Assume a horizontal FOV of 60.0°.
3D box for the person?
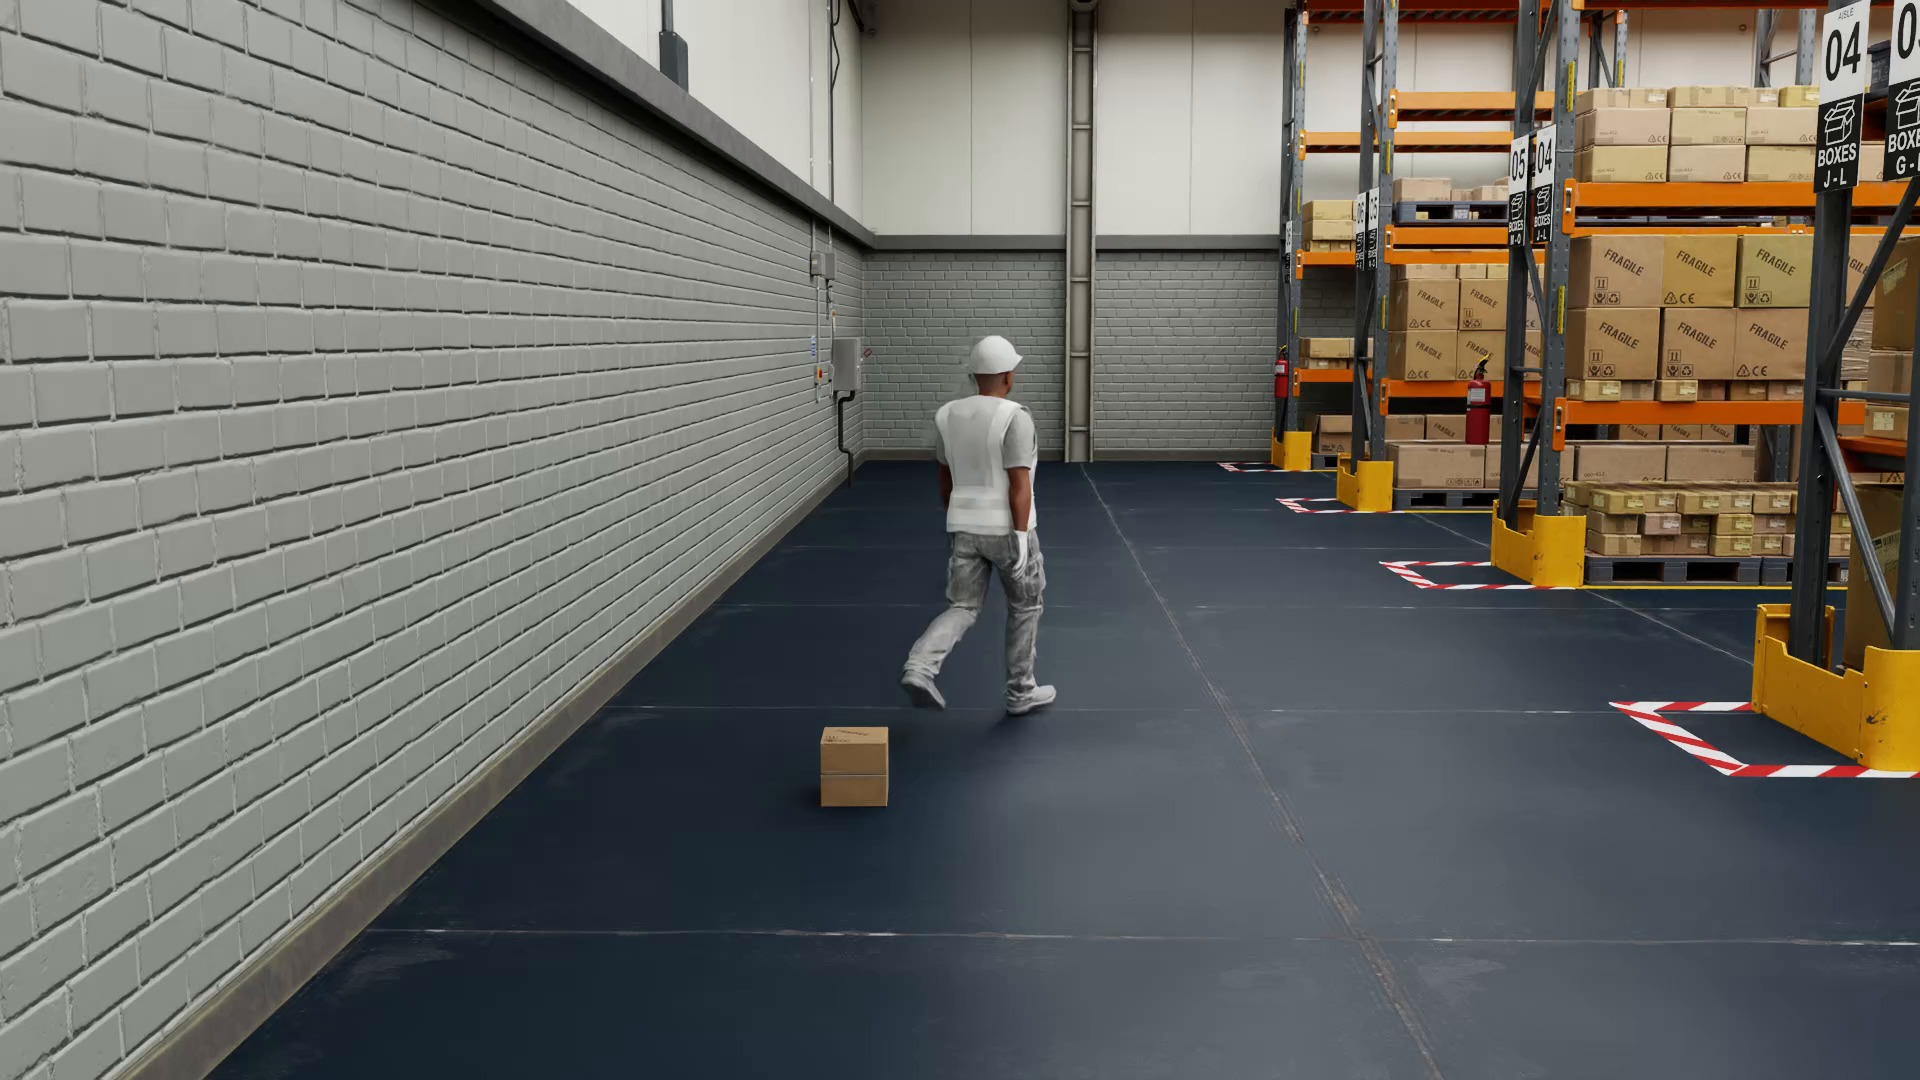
[{"bbox_3d":[0.100,-0.044,7.539,0.581,1.757,0.947,6,9,38],"label":"person"}]
